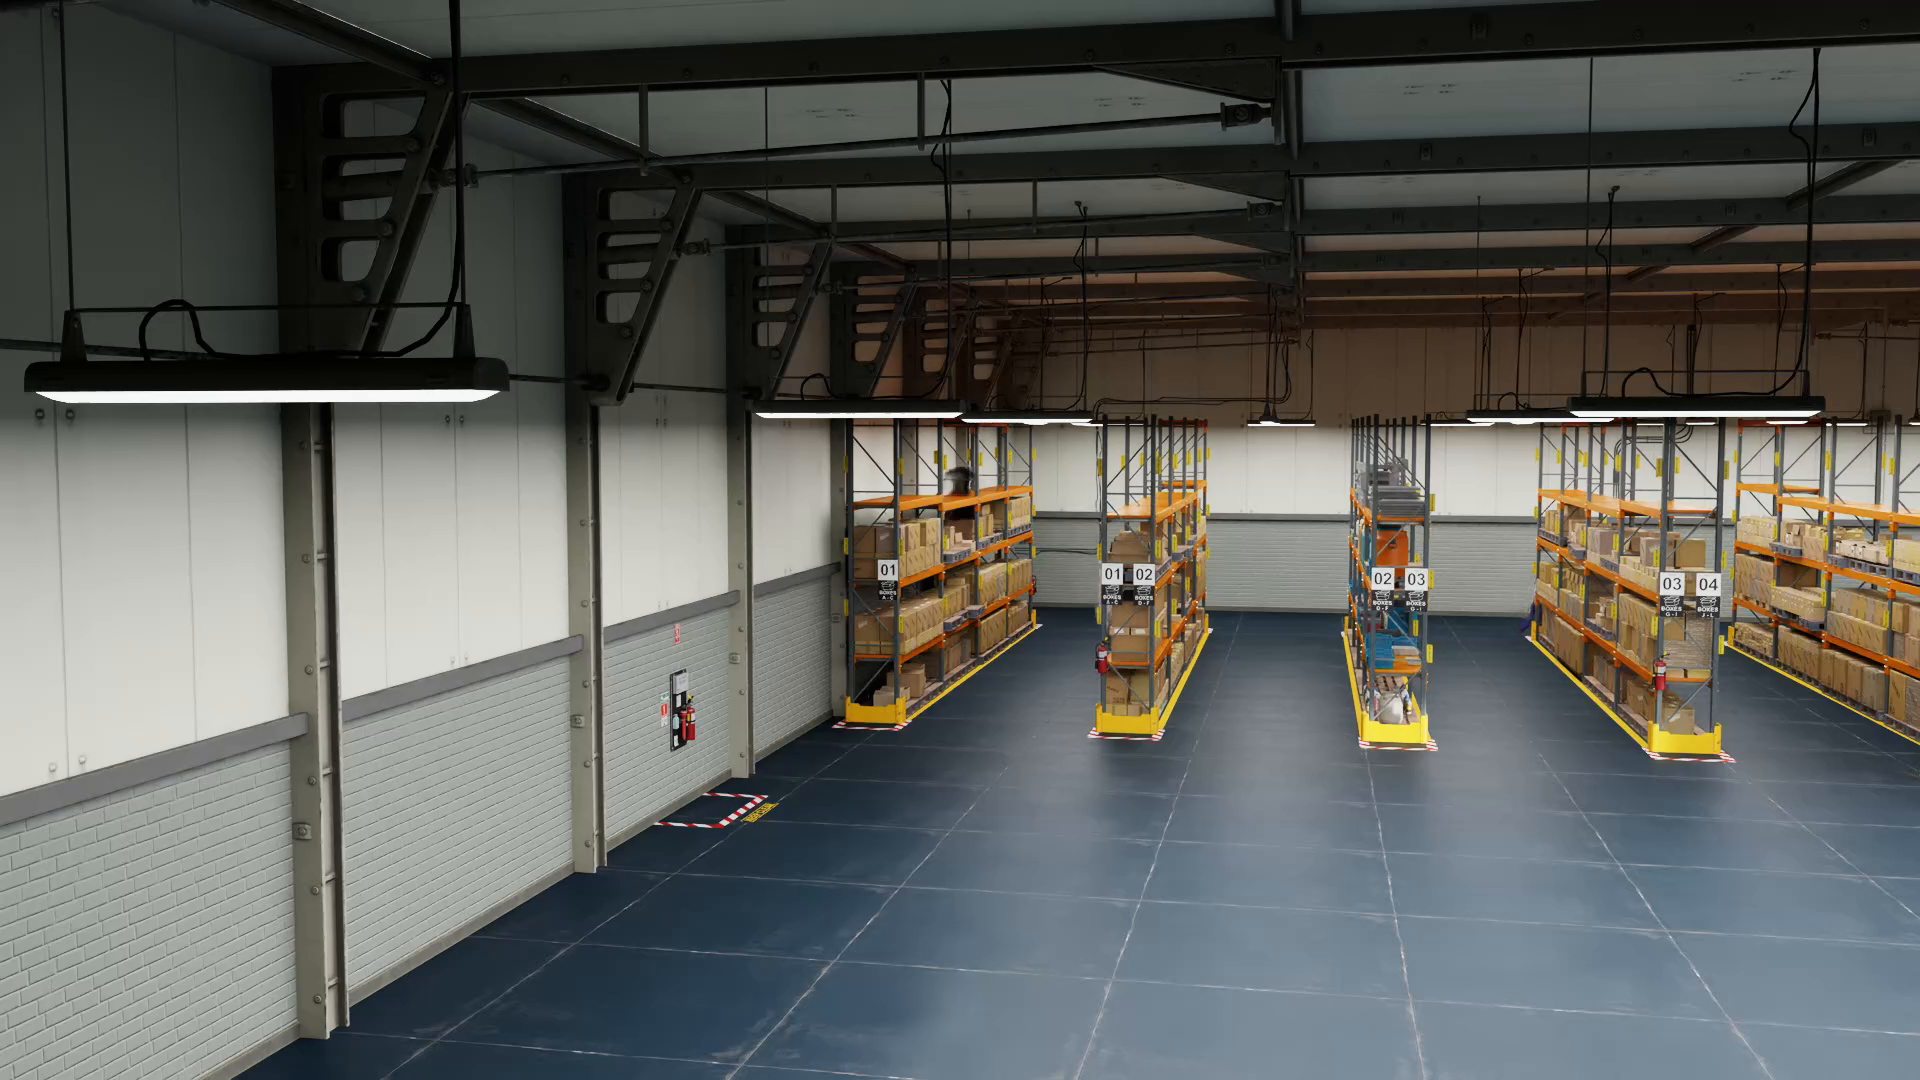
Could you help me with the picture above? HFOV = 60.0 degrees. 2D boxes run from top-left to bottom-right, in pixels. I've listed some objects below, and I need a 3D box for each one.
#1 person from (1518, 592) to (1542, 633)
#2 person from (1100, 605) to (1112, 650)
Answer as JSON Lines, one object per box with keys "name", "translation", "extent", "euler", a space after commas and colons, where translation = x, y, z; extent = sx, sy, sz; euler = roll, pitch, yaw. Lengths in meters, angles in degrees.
{"name": "person", "translation": [16.019, 1.856, 46.369], "extent": [0.824, 1.581, 0.657], "euler": [2, 5, 33]}
{"name": "person", "translation": [3.867, 2.122, 42.694], "extent": [0.678, 1.494, 1.015], "euler": [2, 4, 28]}
